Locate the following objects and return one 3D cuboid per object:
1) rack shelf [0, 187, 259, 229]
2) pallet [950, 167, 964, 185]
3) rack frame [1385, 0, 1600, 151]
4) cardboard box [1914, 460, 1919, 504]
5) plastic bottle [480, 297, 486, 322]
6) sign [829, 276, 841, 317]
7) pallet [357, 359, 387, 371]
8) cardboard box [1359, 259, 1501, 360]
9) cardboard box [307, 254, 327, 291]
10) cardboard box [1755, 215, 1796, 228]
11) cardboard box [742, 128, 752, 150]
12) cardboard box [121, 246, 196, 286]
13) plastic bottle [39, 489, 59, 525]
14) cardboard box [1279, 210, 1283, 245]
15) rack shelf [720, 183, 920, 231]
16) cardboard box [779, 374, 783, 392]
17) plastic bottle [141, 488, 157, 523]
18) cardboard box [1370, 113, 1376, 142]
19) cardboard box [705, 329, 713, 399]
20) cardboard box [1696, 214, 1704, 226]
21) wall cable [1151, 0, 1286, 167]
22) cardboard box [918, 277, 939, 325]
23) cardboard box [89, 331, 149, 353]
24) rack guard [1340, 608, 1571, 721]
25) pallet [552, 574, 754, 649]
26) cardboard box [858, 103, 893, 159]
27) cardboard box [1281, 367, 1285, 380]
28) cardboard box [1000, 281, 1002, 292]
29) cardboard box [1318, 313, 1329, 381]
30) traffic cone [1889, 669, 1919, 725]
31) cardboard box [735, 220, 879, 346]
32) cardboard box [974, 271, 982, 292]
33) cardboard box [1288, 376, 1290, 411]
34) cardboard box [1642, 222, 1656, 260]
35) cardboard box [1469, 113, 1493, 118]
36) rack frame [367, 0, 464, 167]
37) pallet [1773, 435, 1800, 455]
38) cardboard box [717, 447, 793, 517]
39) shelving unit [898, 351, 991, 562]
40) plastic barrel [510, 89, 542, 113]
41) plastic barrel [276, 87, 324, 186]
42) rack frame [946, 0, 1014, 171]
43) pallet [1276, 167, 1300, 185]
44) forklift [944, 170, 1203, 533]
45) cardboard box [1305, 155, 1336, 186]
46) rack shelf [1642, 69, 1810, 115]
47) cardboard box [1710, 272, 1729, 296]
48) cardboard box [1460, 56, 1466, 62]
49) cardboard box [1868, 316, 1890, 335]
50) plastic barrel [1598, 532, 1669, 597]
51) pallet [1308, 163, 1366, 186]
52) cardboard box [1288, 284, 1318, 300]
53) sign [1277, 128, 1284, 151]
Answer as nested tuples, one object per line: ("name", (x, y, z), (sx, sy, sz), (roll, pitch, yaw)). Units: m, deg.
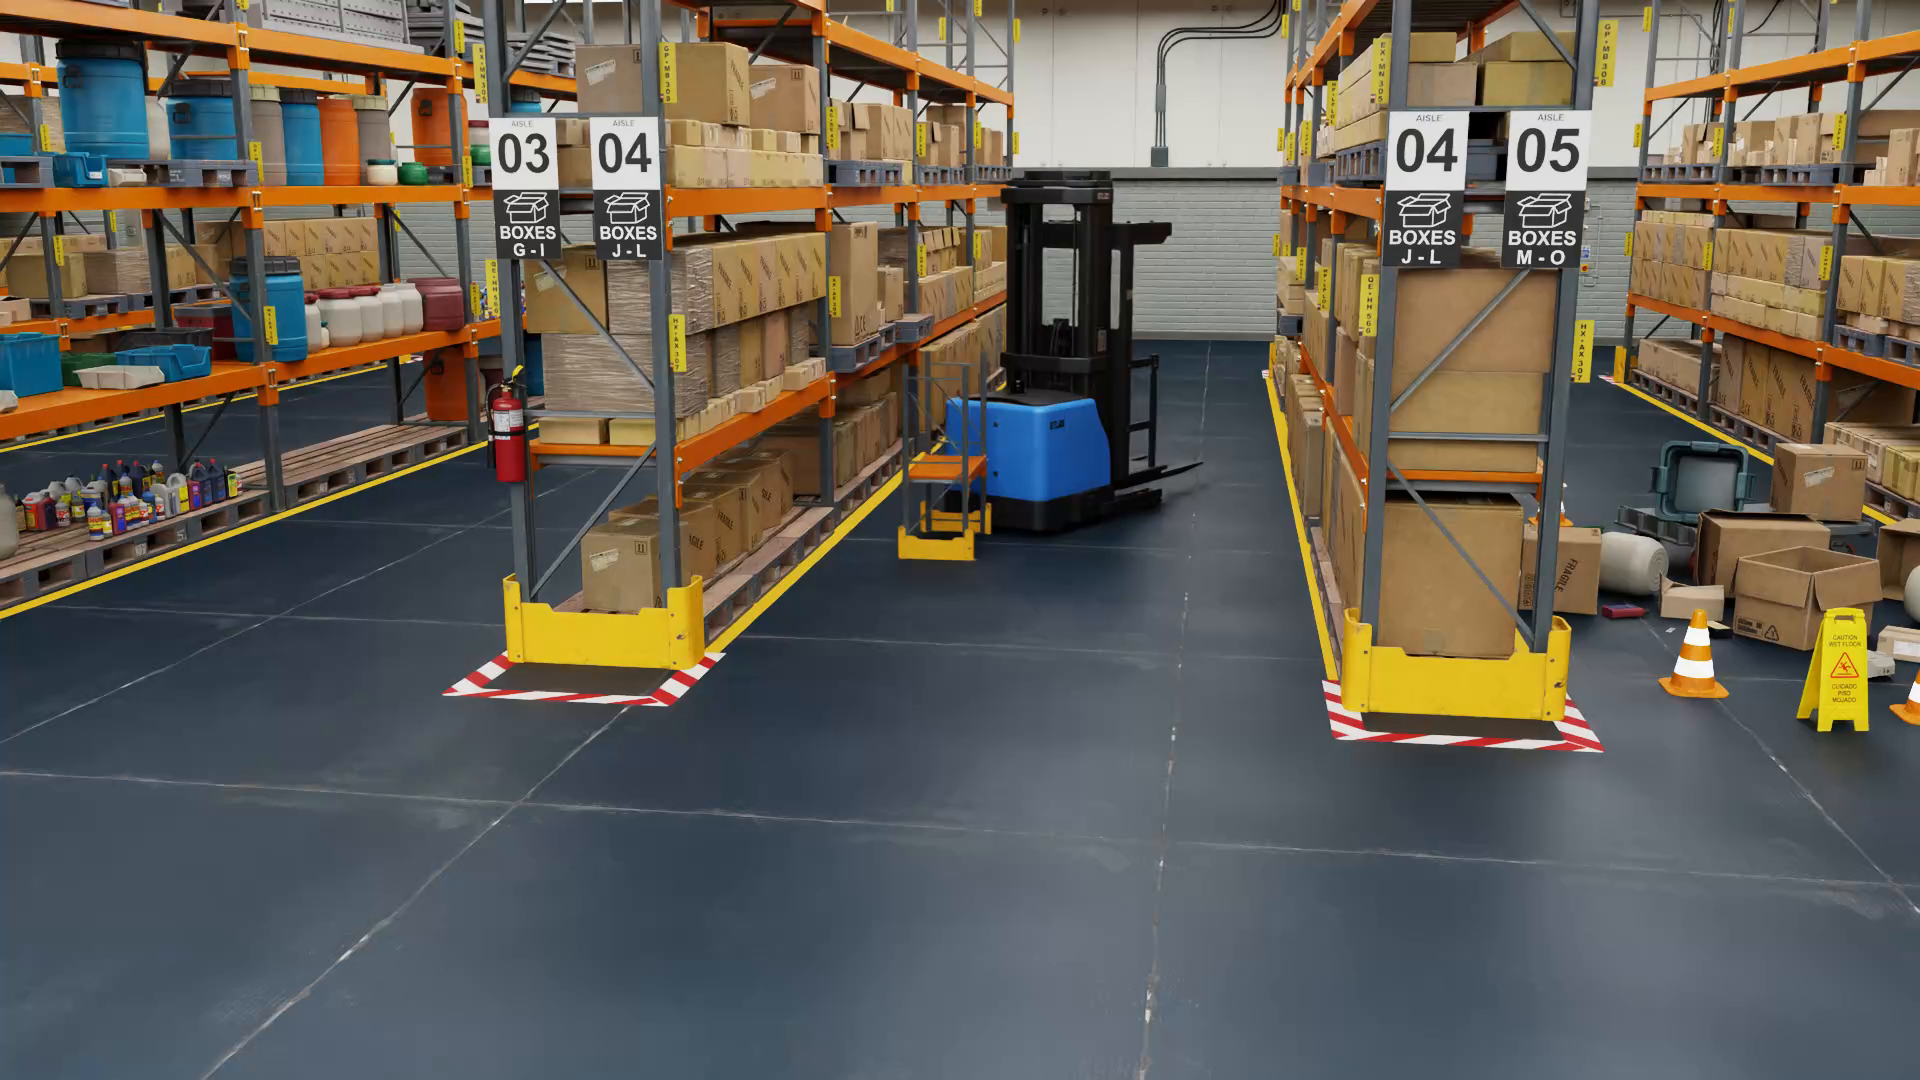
("rack shelf", (-6.755, -2.421, 12.196), (1.077, 0.370, 4.000), (2, 12, 9))
("pallet", (-0.415, -4.408, 20.162), (0.805, 0.209, 1.217), (1, 12, 6))
("rack frame", (2.717, -3.481, 8.284), (1.000, 3.000, 0.127), (2, 12, 9))
("cardboard box", (8.425, -0.421, 13.568), (0.950, 0.372, 0.625), (3, 12, 12))
("plastic bottle", (-5.401, -2.595, 18.722), (0.097, 0.271, 0.097), (0, 12, 0))
("sign", (-1.016, -1.970, 13.458), (0.100, 0.325, 0.005), (2, 12, 9))
("pallet", (-9.629, -2.837, 26.157), (1.003, 0.211, 1.213), (2, 12, 9))
("cardboard box", (2.806, -1.343, 9.684), (0.875, 0.550, 0.550), (2, 12, 9))
("cardboard box", (-9.608, -3.906, 24.262), (0.500, 0.500, 0.500), (2, 12, 8))
("cardboard box", (9.774, -3.819, 19.942), (0.380, 0.149, 0.250), (2, 12, 8))
("cardboard box", (-1.644, -2.746, 11.403), (0.380, 0.149, 0.250), (1, 12, 7))
("cardboard box", (-10.447, -3.567, 21.691), (0.700, 0.500, 0.500), (4, 13, 18))
("plastic bottle", (-7.126, -0.251, 12.958), (0.152, 0.276, 0.135), (2, 12, 7))
("cardboard box", (4.847, -4.477, 23.830), (0.500, 0.500, 0.500), (2, 12, 8))
("rack shelf", (-1.245, -3.093, 15.315), (1.077, 0.370, 4.000), (2, 12, 9))
("cardboard box", (-1.538, -1.180, 12.445), (0.380, 0.149, 0.250), (2, 12, 9))
("plastic bottle", (-6.376, -0.273, 13.073), (0.097, 0.271, 0.097), (0, 12, 0))
("cardboard box", (2.473, -2.278, 9.187), (0.380, 0.149, 0.250), (2, 12, 9))
("cardboard box", (-2.098, -1.146, 10.746), (0.875, 0.500, 0.500), (2, 12, 9))
("cardboard box", (9.419, -3.992, 20.747), (0.380, 0.149, 0.250), (2, 12, 8))
("wall cable", (4.568, -9.631, 29.187), (2.277, 5.999, 0.120), (2, 12, 9))
("cardboard box", (-0.517, -2.644, 18.403), (0.500, 0.500, 0.500), (2, 12, 7))
("cardboard box", (-10.656, -2.504, 21.100), (0.500, 0.250, 0.500), (2, 12, 8))
("rack guard", (2.714, 0.679, 9.156), (1.175, 0.500, 0.348), (2, 12, 9))
("pallet", (-1.997, 0.450, 10.906), (1.003, 0.211, 1.213), (2, 12, 9))
("cardboard box", (-0.923, -3.838, 15.636), (0.500, 0.500, 0.500), (2, 12, 10))
("cardboard box", (4.326, -2.136, 21.347), (0.380, 0.149, 0.250), (1, 12, 6))
("cardboard box", (0.408, -3.640, 23.860), (0.380, 0.149, 0.250), (2, 12, 7))
("cardboard box", (3.149, -1.547, 13.313), (0.500, 0.500, 0.500), (2, 12, 8))
("traffic cone", (5.266, 0.735, 8.984), (0.336, 0.463, 0.334), (2, 12, 9))
("cardboard box", (-1.292, -2.222, 14.262), (1.000, 1.000, 1.000), (2, 12, 9))
("cardboard box", (0.008, -3.389, 21.749), (0.500, 0.250, 0.500), (2, 12, 8))
("cardboard box", (3.939, -1.561, 18.552), (0.500, 0.500, 0.500), (1, 12, 6))
("cardboard box", (9.657, -4.078, 22.687), (0.500, 0.500, 0.500), (2, 12, 7))
("cardboard box", (3.122, -2.538, 9.448), (0.500, 0.250, 0.500), (2, 12, 8))
("rack frame", (-5.832, -5.488, 17.599), (1.000, 3.000, 0.127), (2, 12, 9))
("pallet", (9.050, -0.872, 17.041), (1.003, 0.211, 1.213), (2, 12, 9))
("cardboard box", (-1.654, -0.464, 13.462), (0.500, 0.500, 0.500), (1, 12, 7))
("shelving unit", (-0.109, -0.690, 13.133), (0.587, 1.500, 1.083), (2, 12, 8))
("plastic barrel", (-5.328, -4.945, 20.011), (0.600, 0.901, 0.708), (2, 12, 9))
("plastic barrel", (-6.382, -3.819, 15.786), (0.600, 0.901, 0.708), (2, 12, 9))
("rack frame", (0.293, -6.993, 24.582), (1.000, 3.000, 0.127), (2, 12, 9))
("pallet", (4.363, -4.295, 19.631), (1.213, 0.211, 1.003), (2, 12, 9))
("forklift", (1.153, -1.750, 14.658), (1.130, 2.935, 3.031), (9, 15, 36))
("cardboard box", (3.784, -3.856, 16.907), (0.500, 0.500, 0.500), (2, 12, 9))
("rack shelf", (9.777, -5.708, 21.278), (1.077, 0.370, 4.000), (2, 12, 9))
("cardboard box", (9.123, -2.995, 19.441), (0.500, 0.250, 0.500), (2, 12, 7))
("cardboard box", (3.358, -2.966, 10.483), (0.380, 0.149, 0.250), (2, 12, 9))
("cardboard box", (8.394, -1.925, 14.905), (0.380, 0.149, 0.250), (2, 12, 9))
("plastic barrel", (4.674, 0.165, 11.725), (0.421, 0.421, 0.512), (-10, 16, -40))
("pallet", (3.901, -3.452, 15.717), (1.213, 0.211, 1.003), (2, 12, 11))
("cardboard box", (3.574, -2.559, 17.140), (0.380, 0.149, 0.250), (2, 12, 10))
("sign", (4.642, -5.790, 24.044), (0.100, 0.325, 0.005), (2, 12, 9))
